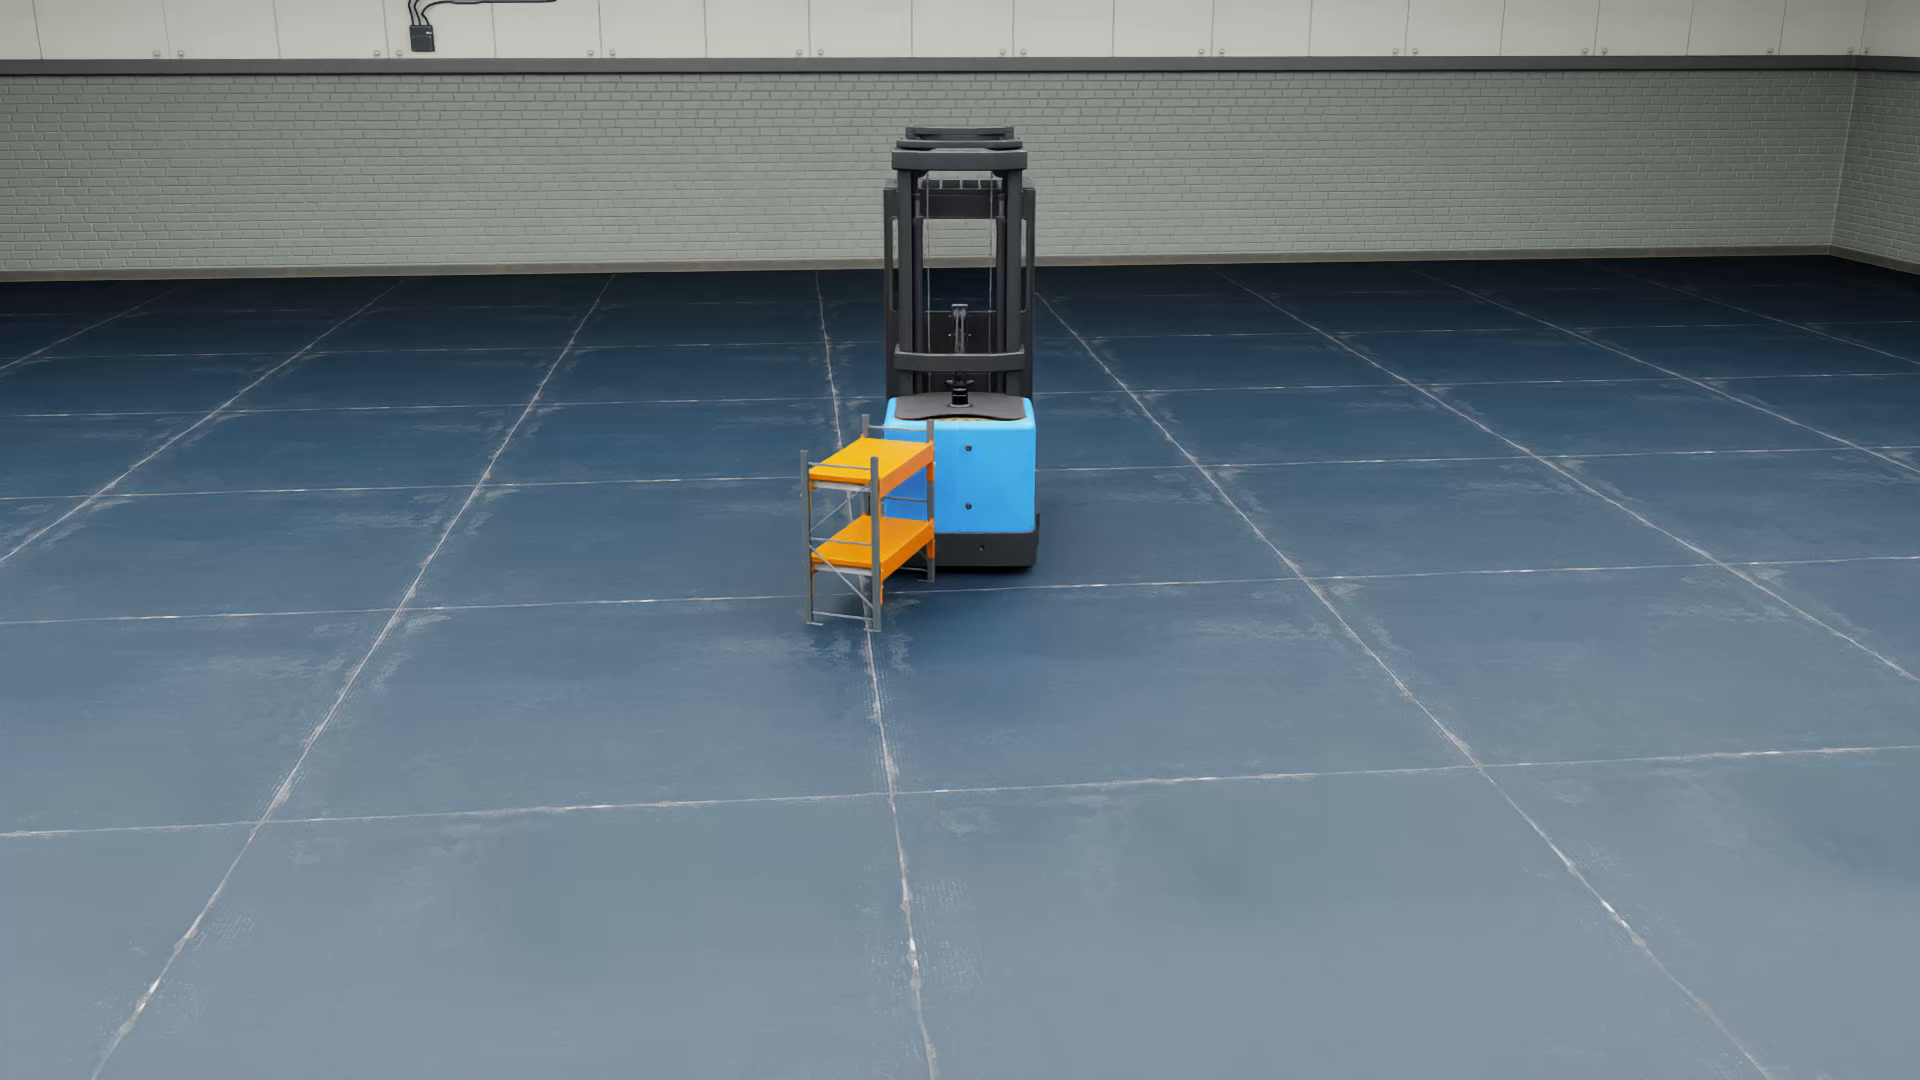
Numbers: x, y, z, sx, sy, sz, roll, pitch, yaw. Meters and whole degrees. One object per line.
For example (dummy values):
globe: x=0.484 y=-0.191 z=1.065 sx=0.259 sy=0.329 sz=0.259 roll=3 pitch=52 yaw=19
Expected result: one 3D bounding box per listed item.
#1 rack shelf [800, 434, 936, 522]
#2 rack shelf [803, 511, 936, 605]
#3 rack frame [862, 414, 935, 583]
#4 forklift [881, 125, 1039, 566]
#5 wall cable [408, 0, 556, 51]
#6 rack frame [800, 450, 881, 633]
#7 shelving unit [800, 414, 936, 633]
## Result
rack shelf: x=-0.572 y=-0.410 z=10.627 sx=0.538 sy=0.278 sz=1.000 roll=6 pitch=18 yaw=18
rack shelf: x=-0.572 y=0.103 z=10.787 sx=0.538 sy=0.278 sz=1.000 roll=6 pitch=18 yaw=18
rack frame: x=-0.411 y=-0.275 z=11.174 sx=0.500 sy=1.125 sz=0.032 roll=6 pitch=18 yaw=18
forklift: x=-0.006 y=-1.603 z=12.389 sx=1.130 sy=2.935 sz=3.031 roll=0 pitch=17 yaw=0
wall cable: x=-6.664 y=-9.870 z=22.913 sx=2.305 sy=6.003 sz=0.169 roll=-2 pitch=18 yaw=-6
rack frame: x=-0.733 y=0.014 z=10.254 sx=0.500 sy=1.125 sz=0.032 roll=6 pitch=18 yaw=18
shelving unit: x=-0.572 y=-0.130 z=10.714 sx=0.538 sy=1.125 sz=1.048 roll=6 pitch=18 yaw=18
